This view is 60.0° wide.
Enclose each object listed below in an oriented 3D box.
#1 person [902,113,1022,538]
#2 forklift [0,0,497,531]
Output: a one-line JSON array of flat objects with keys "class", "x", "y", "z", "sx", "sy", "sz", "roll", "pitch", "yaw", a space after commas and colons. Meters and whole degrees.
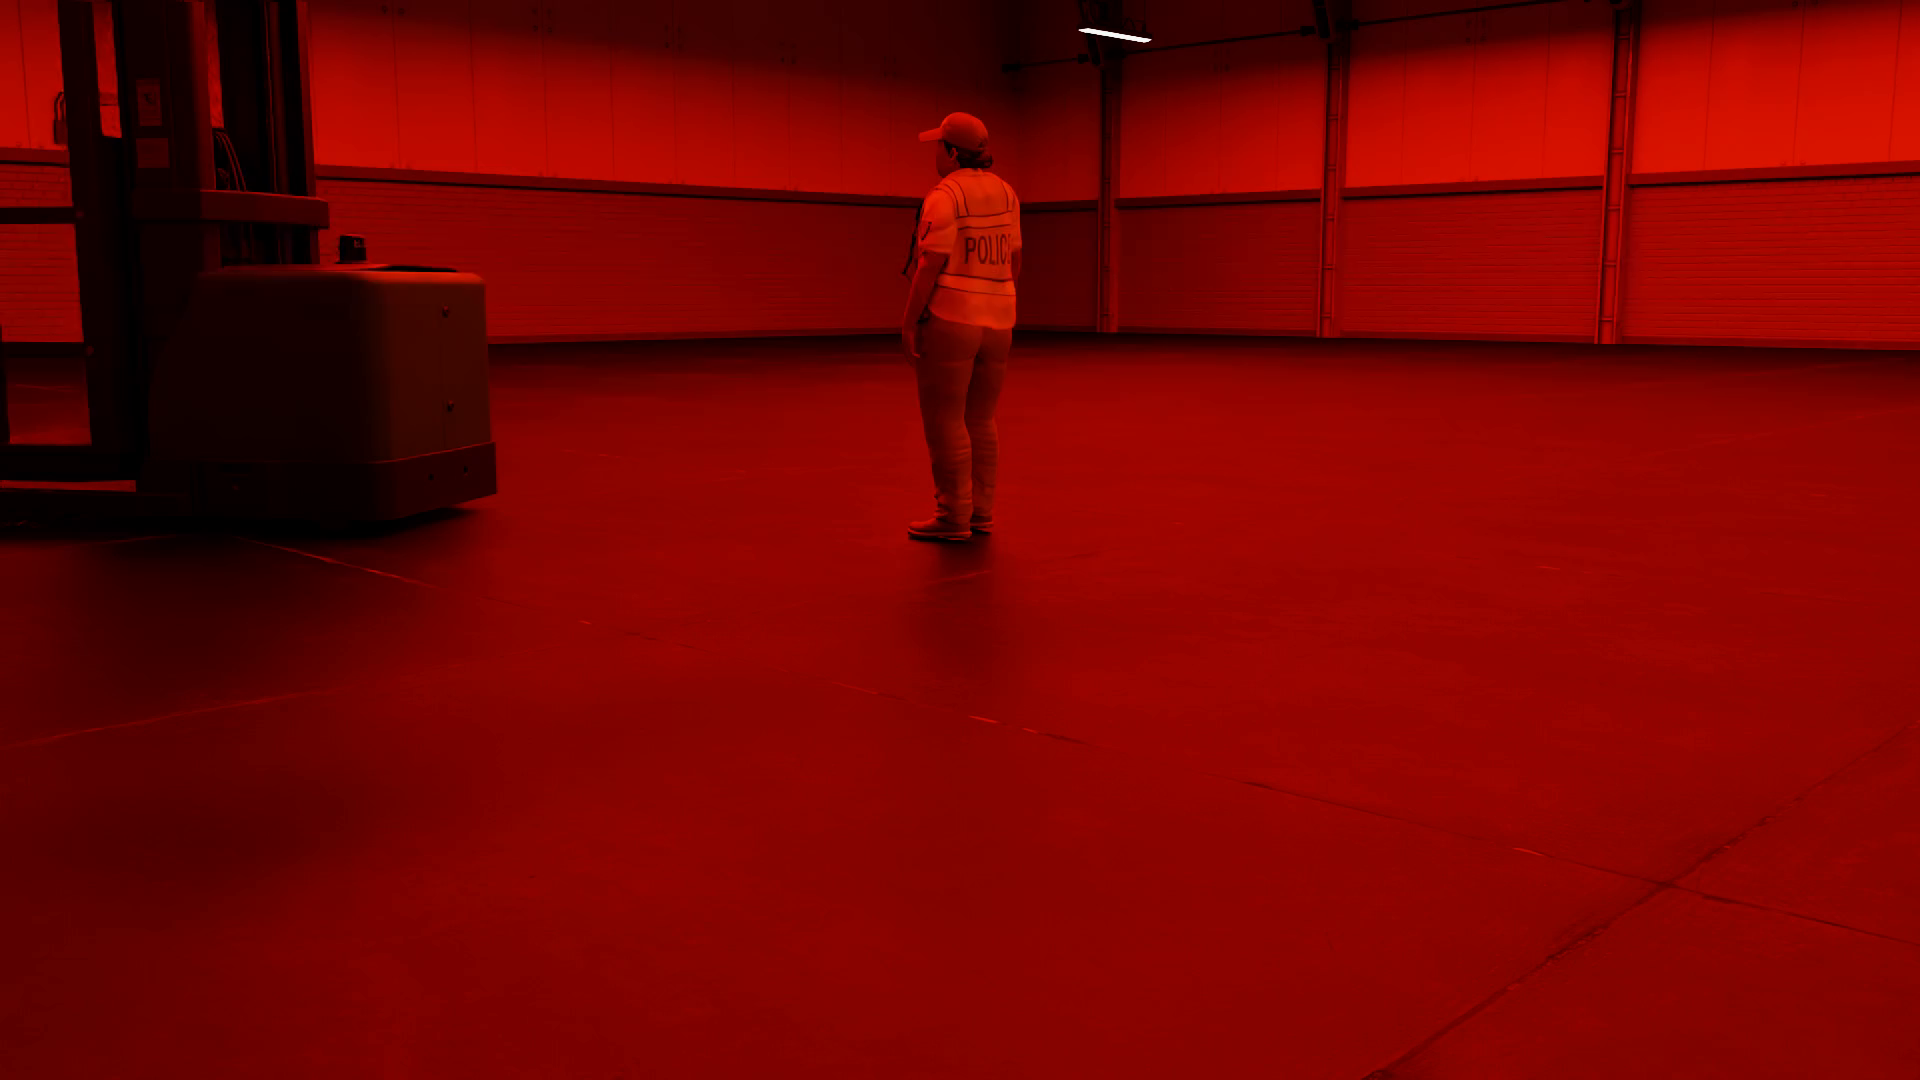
[{"class": "person", "x": -0.040, "y": -0.842, "z": 6.661, "sx": 0.529, "sy": 1.670, "sz": 0.599, "roll": 8, "pitch": 12, "yaw": 43}, {"class": "forklift", "x": -3.701, "y": -1.571, "z": 7.305, "sx": 3.031, "sy": 2.935, "sz": 1.130, "roll": 2, "pitch": 9, "yaw": 11}]
